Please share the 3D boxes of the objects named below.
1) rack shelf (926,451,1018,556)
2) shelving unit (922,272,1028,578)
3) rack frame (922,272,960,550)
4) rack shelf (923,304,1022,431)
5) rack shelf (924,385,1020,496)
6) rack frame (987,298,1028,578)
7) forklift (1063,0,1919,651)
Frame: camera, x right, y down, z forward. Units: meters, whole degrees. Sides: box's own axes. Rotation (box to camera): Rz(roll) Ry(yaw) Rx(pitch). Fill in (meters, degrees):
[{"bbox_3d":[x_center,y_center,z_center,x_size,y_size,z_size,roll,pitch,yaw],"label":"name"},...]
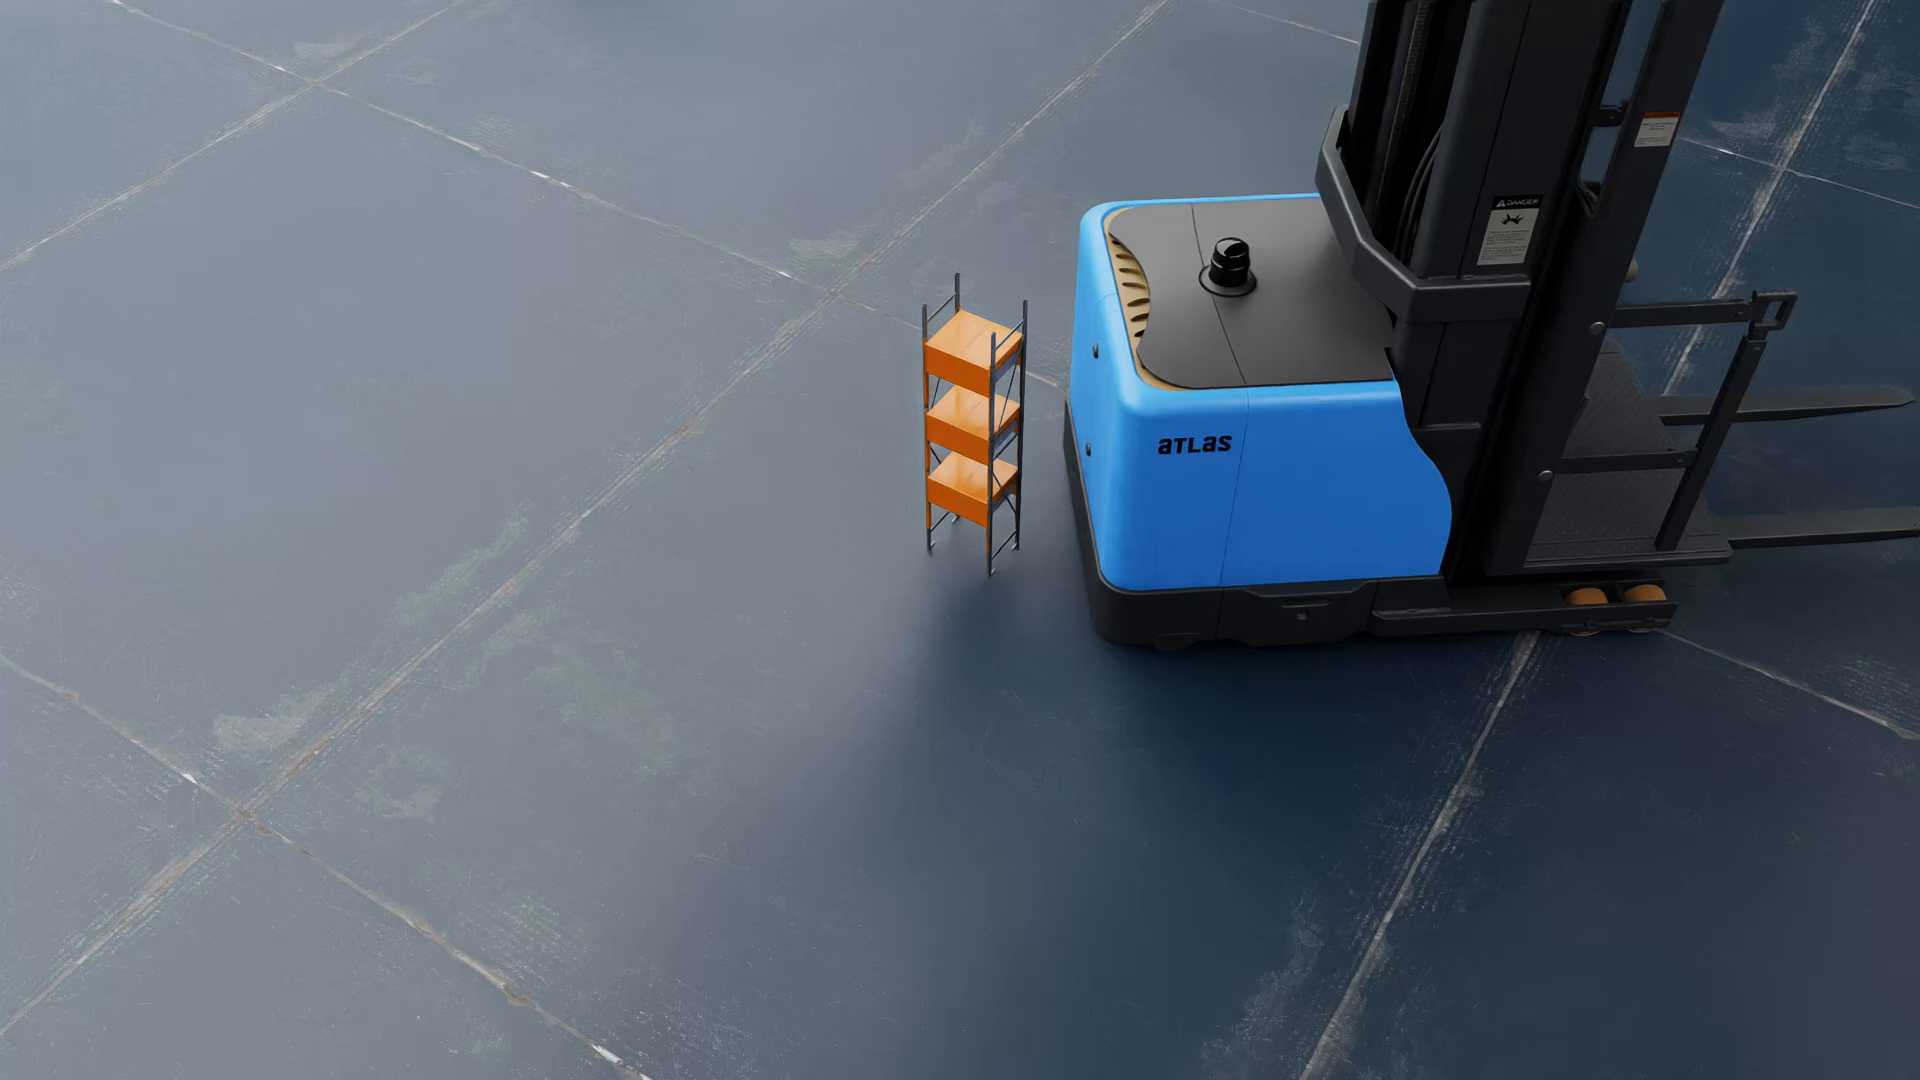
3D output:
[{"bbox_3d":[0.045,-0.144,5.560,0.240,0.259,0.215,25,51,22],"label":"rack shelf"},{"bbox_3d":[0.045,-0.345,5.353,0.252,1.050,0.215,25,51,22],"label":"shelving unit"},{"bbox_3d":[-0.058,-0.392,5.399,0.008,1.050,0.200,25,51,22],"label":"rack frame"},{"bbox_3d":[0.045,-0.536,5.157,0.240,0.259,0.215,25,51,22],"label":"rack shelf"},{"bbox_3d":[0.045,-0.338,5.361,0.240,0.259,0.215,25,51,22],"label":"rack shelf"},{"bbox_3d":[0.148,-0.298,5.307,0.008,1.050,0.200,25,51,22],"label":"rack frame"},{"bbox_3d":[1.912,-1.086,4.761,3.031,2.935,1.130,-3,46,-3],"label":"forklift"}]
